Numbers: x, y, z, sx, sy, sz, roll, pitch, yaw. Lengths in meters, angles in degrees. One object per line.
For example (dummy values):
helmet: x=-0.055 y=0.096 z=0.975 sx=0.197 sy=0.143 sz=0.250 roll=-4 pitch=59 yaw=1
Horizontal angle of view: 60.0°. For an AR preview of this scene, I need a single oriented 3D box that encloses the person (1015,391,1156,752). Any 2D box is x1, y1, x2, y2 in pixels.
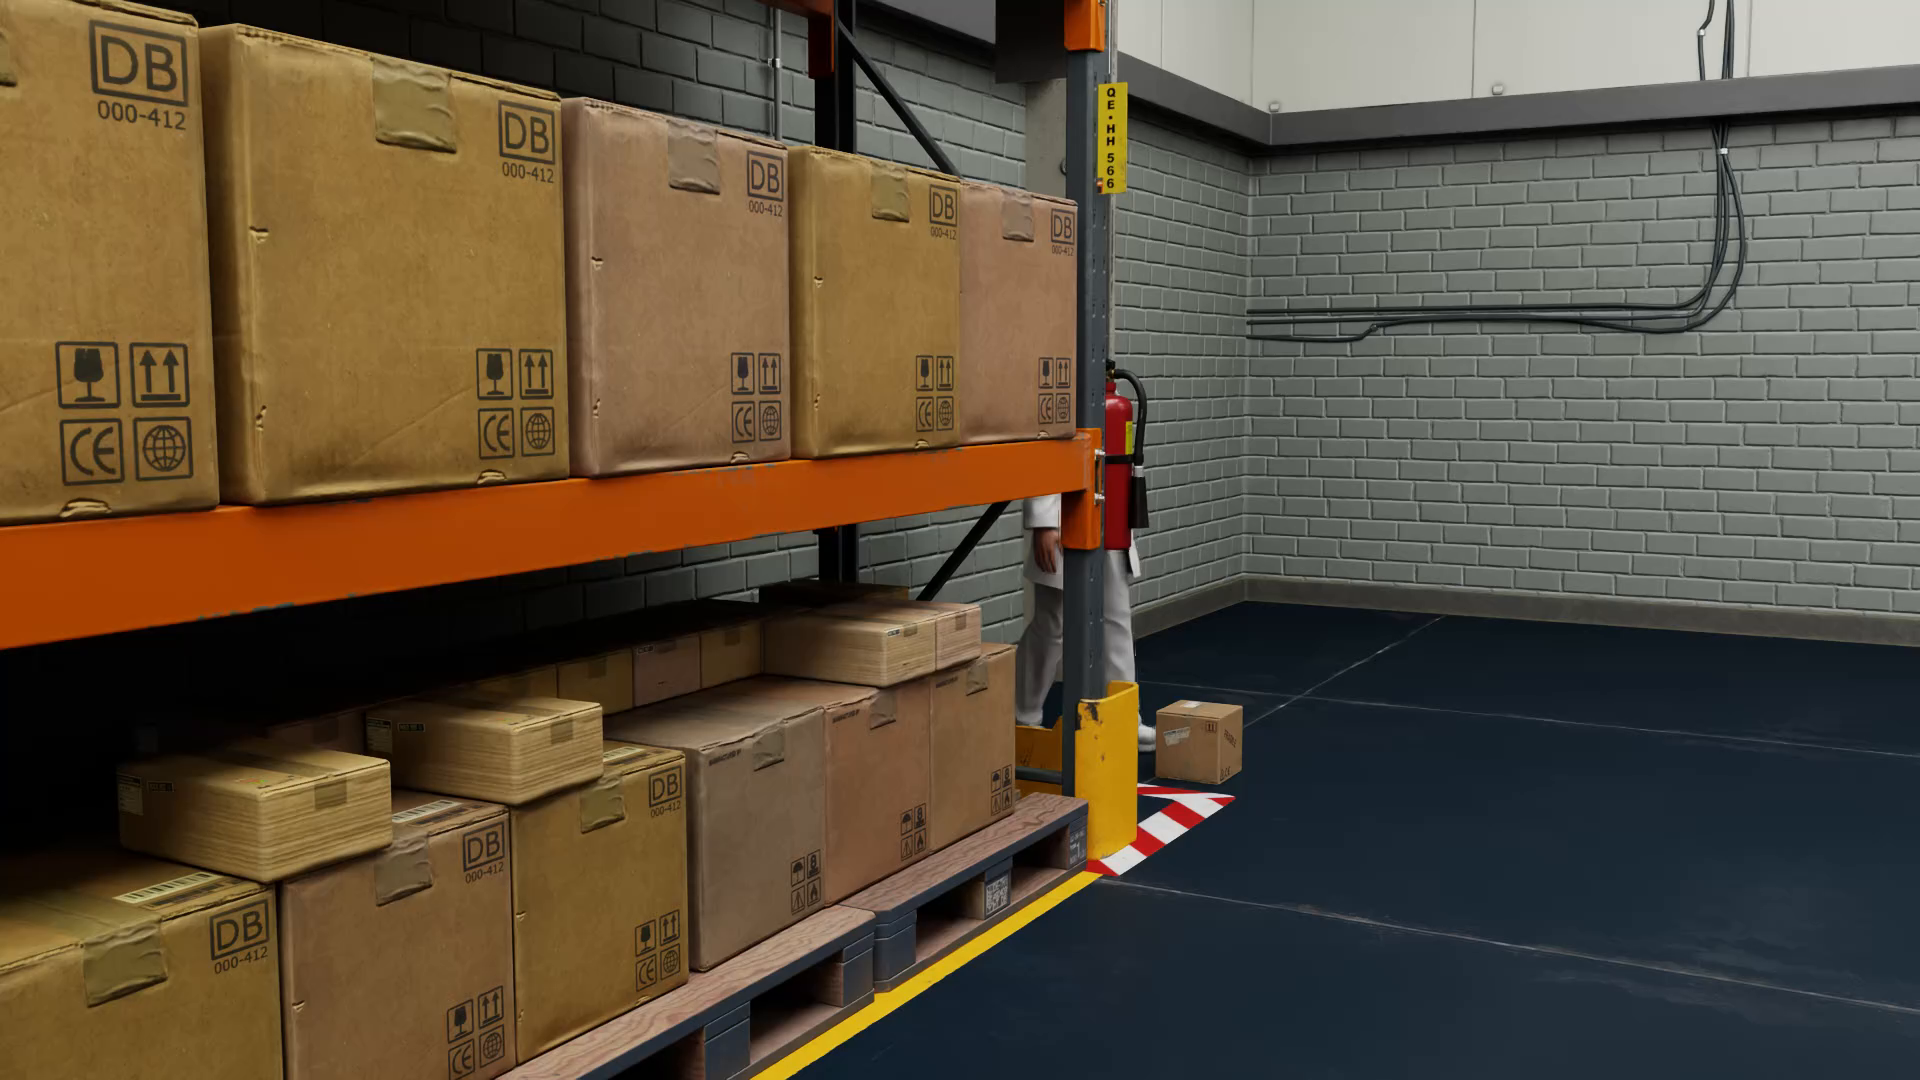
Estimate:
person: x=0.473 y=-0.046 z=6.447 sx=0.721 sy=1.783 sz=0.624 roll=4 pitch=7 yaw=33
